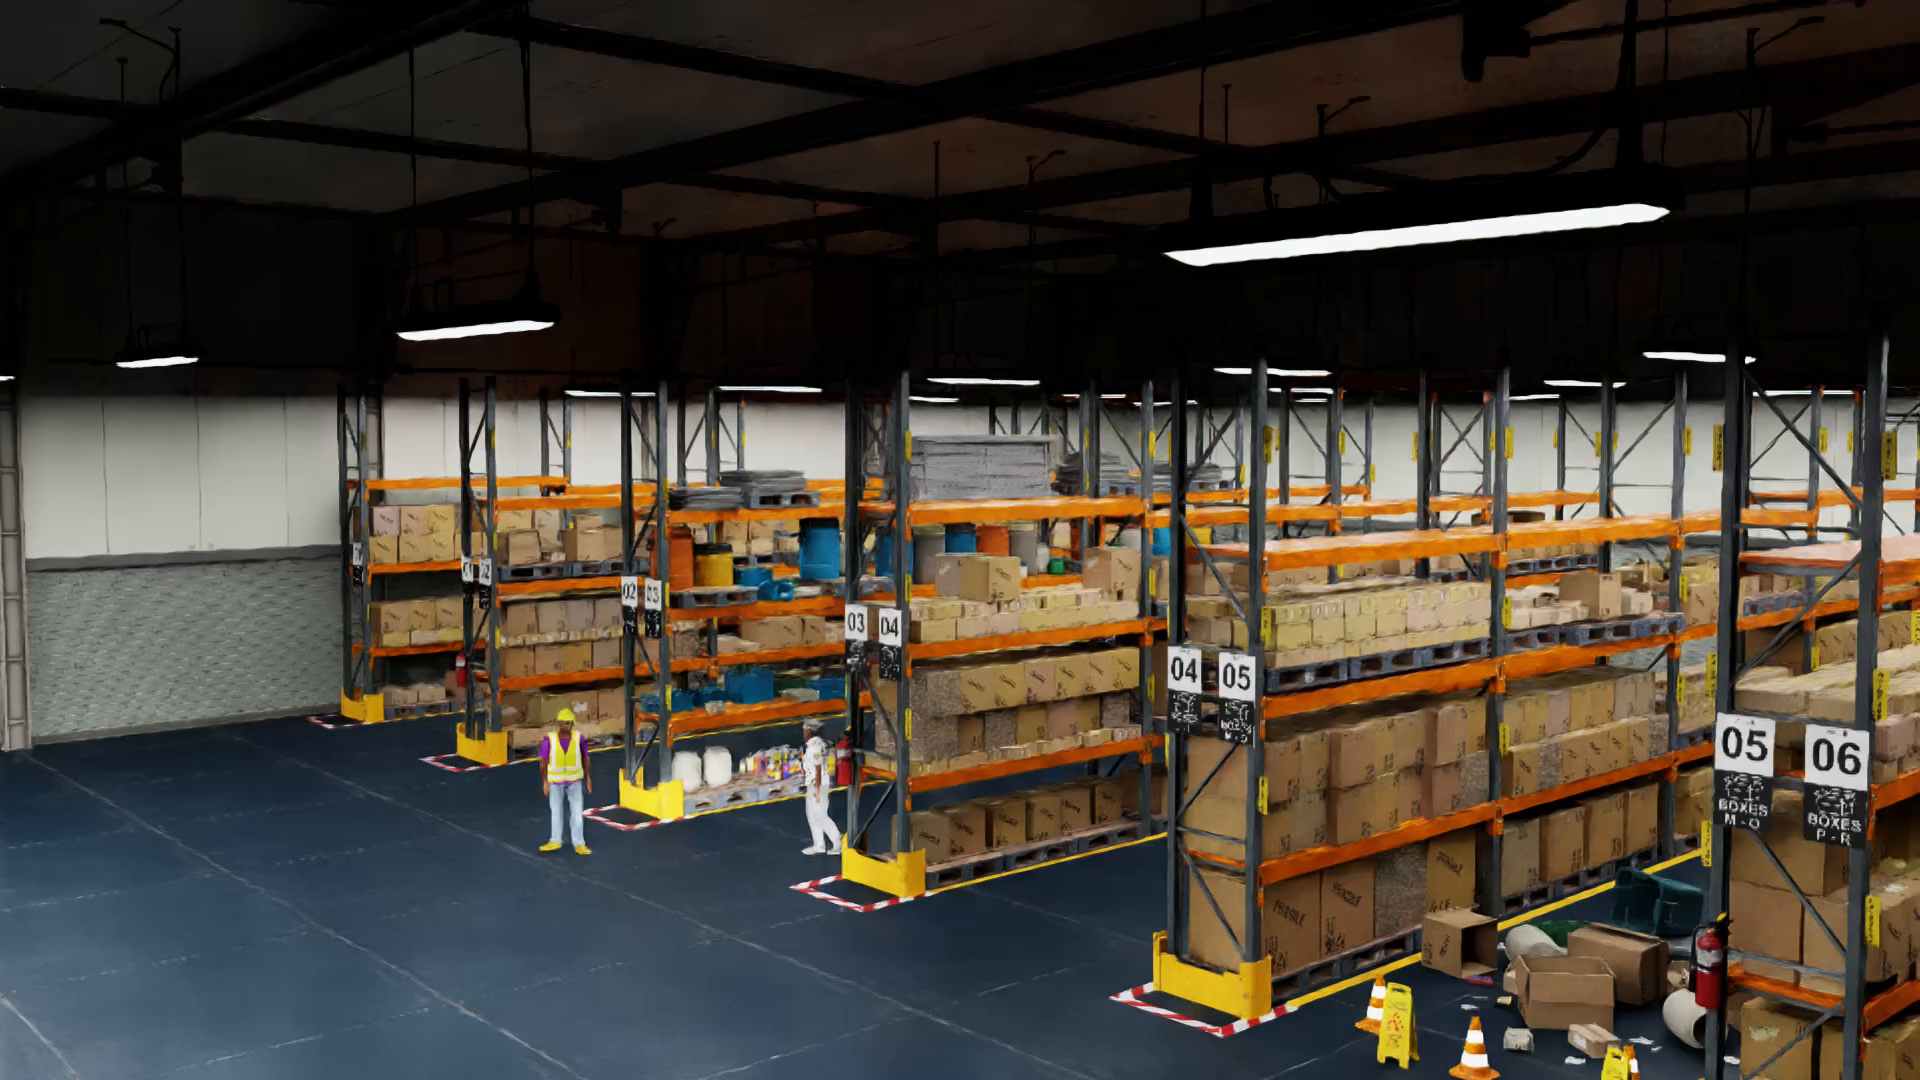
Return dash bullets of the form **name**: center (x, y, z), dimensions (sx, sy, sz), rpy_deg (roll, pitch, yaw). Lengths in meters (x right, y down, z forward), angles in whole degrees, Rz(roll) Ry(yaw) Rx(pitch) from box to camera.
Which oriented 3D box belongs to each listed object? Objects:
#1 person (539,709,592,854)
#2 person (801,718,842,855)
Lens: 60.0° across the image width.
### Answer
- **person**: center (-4.826, 2.942, 20.332), dimensions (0.649, 1.772, 0.479), rpy_deg (-1, 4, -15)
- **person**: center (-1.674, 3.013, 20.288), dimensions (0.534, 1.649, 0.515), rpy_deg (0, 4, -5)
